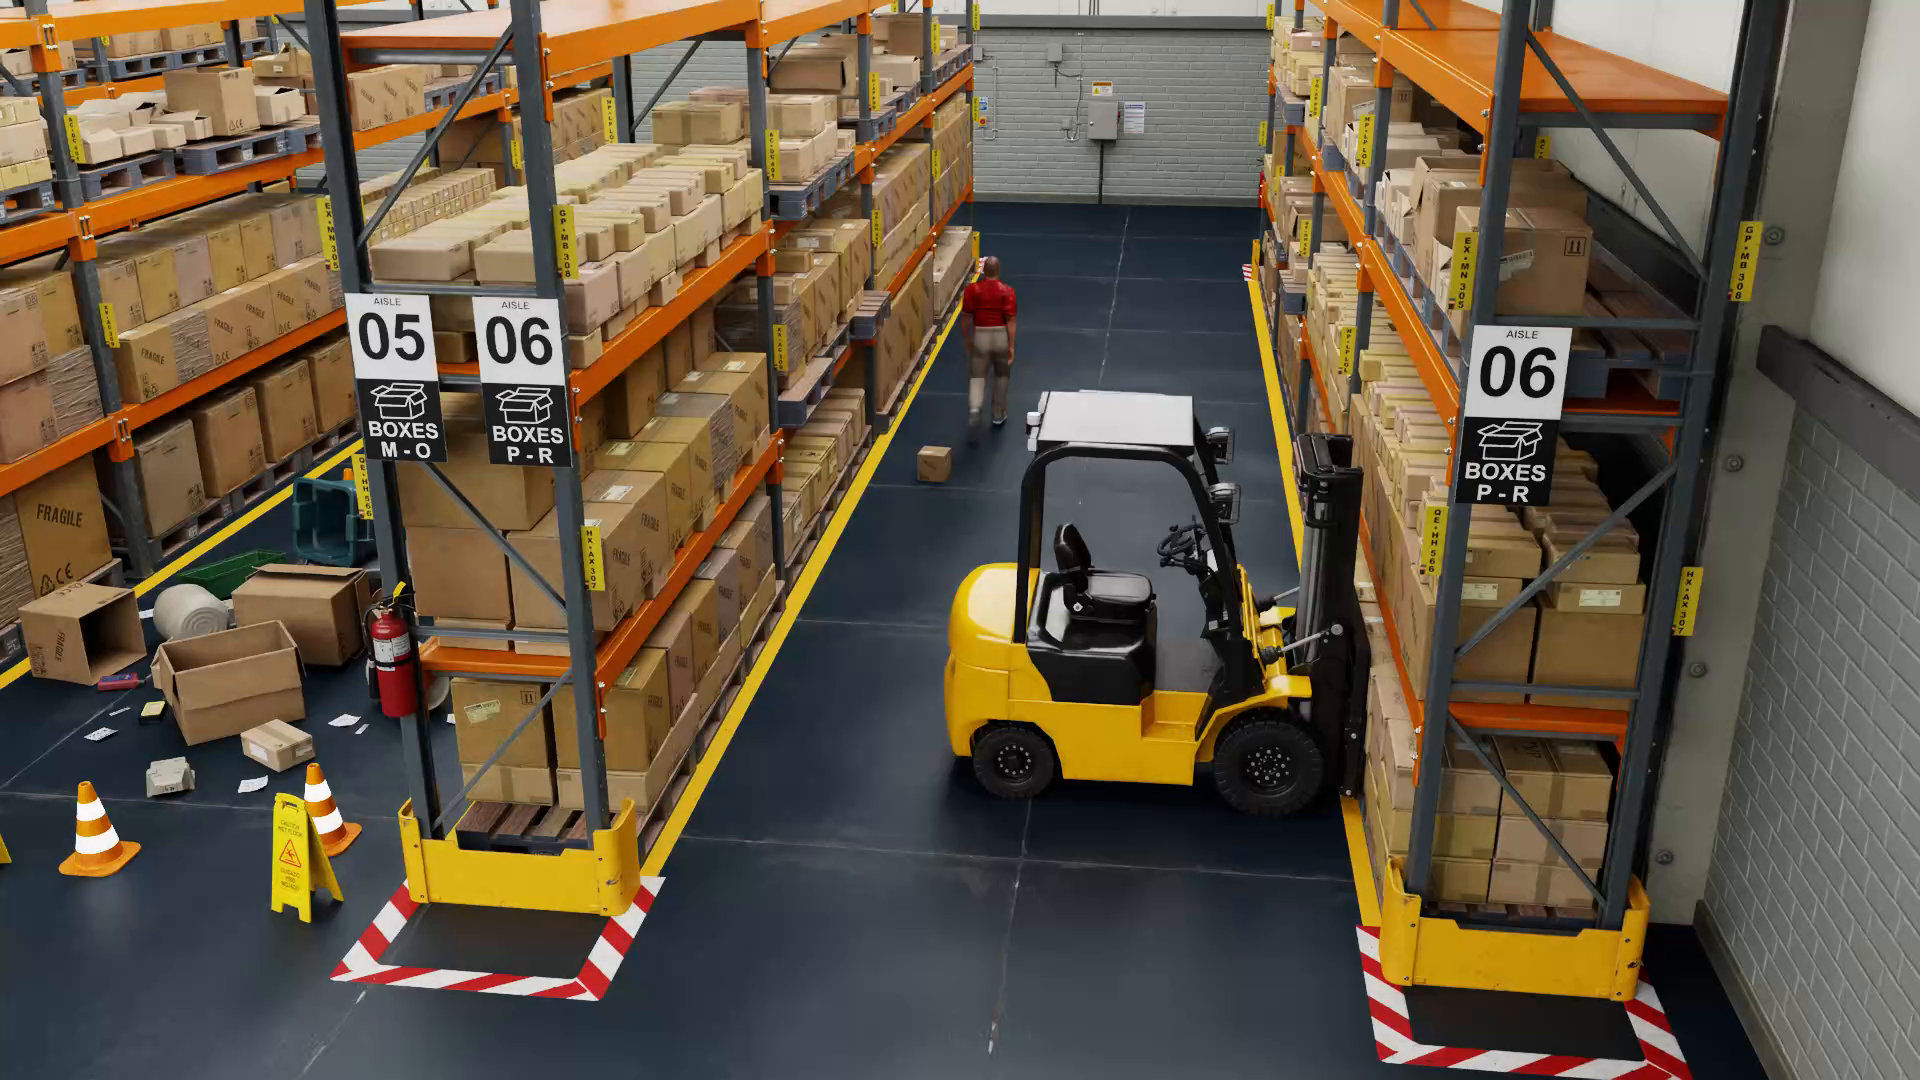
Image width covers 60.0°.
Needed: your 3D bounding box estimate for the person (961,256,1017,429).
[{"bbox_3d":[0.279,-1.894,16.014,0.538,1.686,0.857,3,21,8],"label":"person"}]
